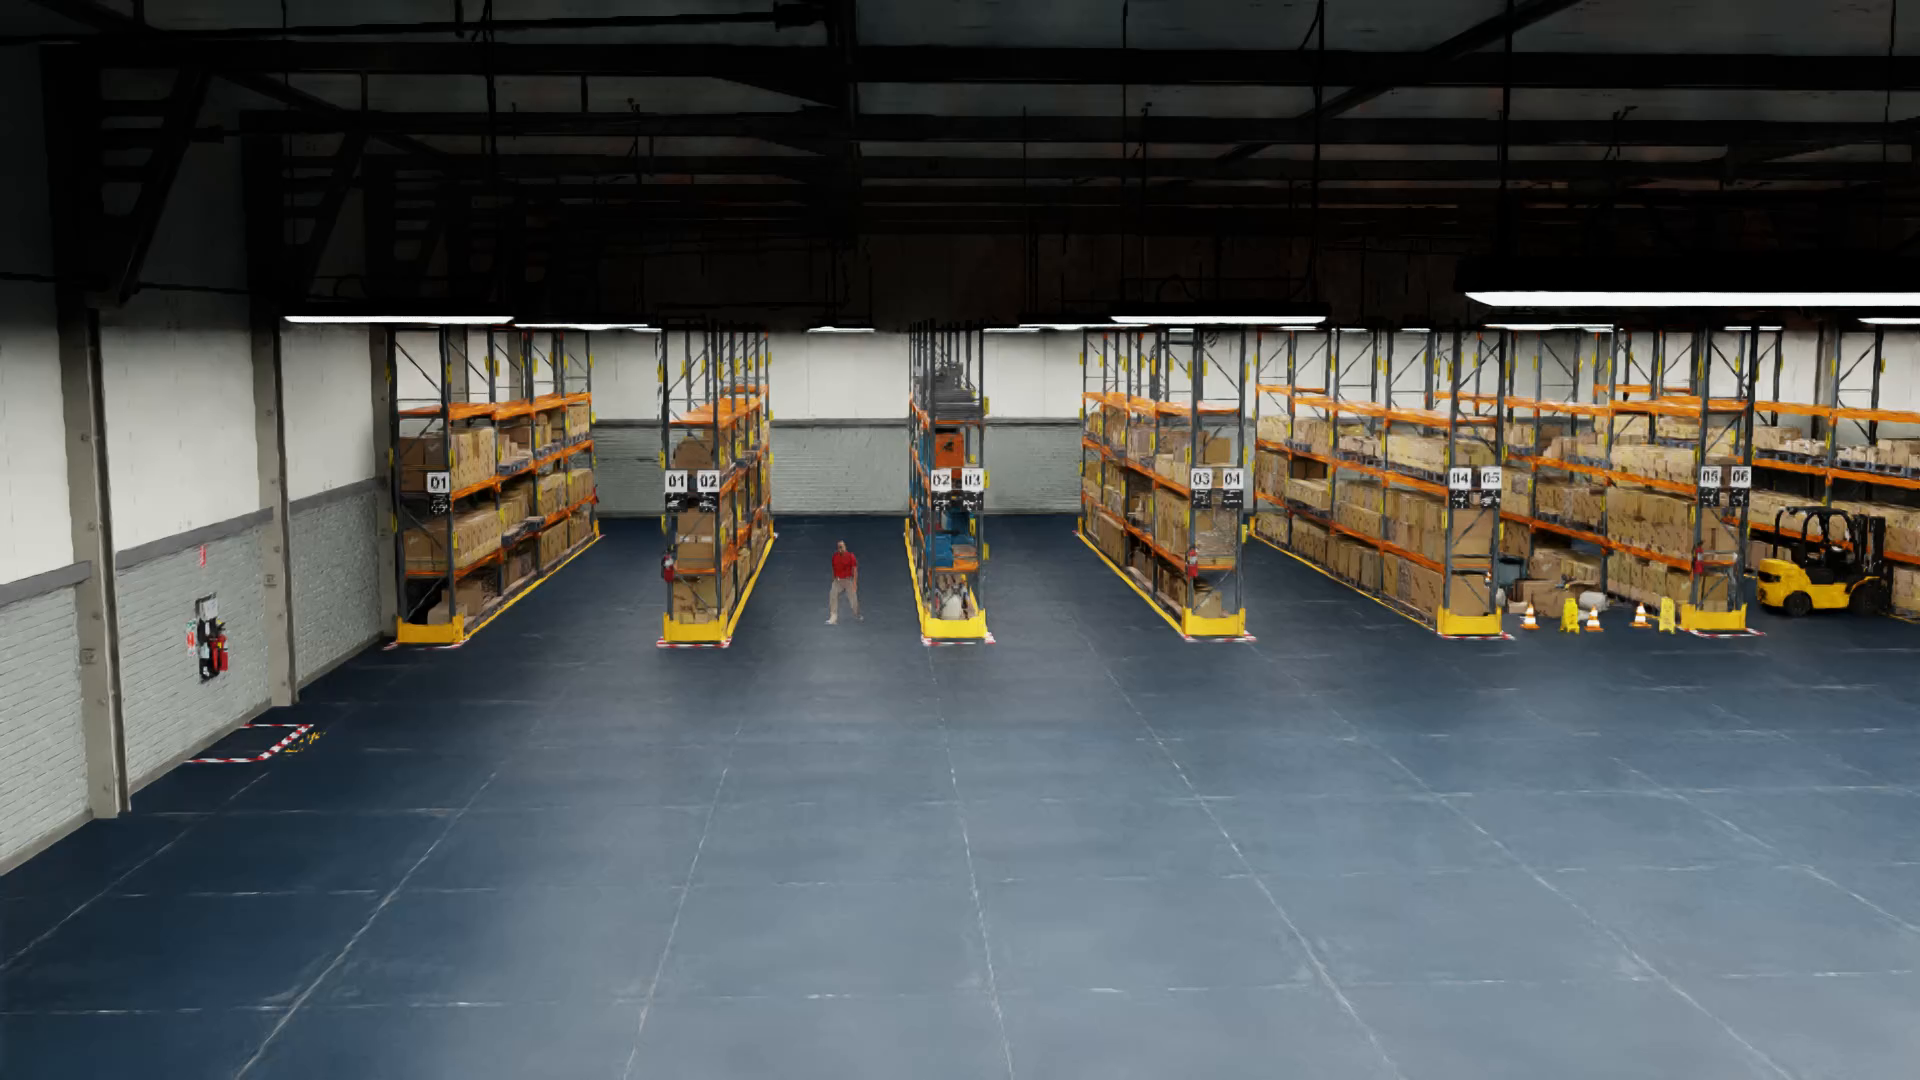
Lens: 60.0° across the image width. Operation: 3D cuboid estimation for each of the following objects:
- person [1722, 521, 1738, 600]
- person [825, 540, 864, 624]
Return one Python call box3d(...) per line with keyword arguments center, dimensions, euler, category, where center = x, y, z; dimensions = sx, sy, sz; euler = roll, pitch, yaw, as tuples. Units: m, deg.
box3d(center=(16.594, 0.440, 35.998), dimensions=(0.463, 1.677, 0.524), euler=(3, 8, 26), category="person")
box3d(center=(-2.299, 0.816, 33.080), dimensions=(0.583, 1.668, 0.981), euler=(2, 7, 18), category="person")
